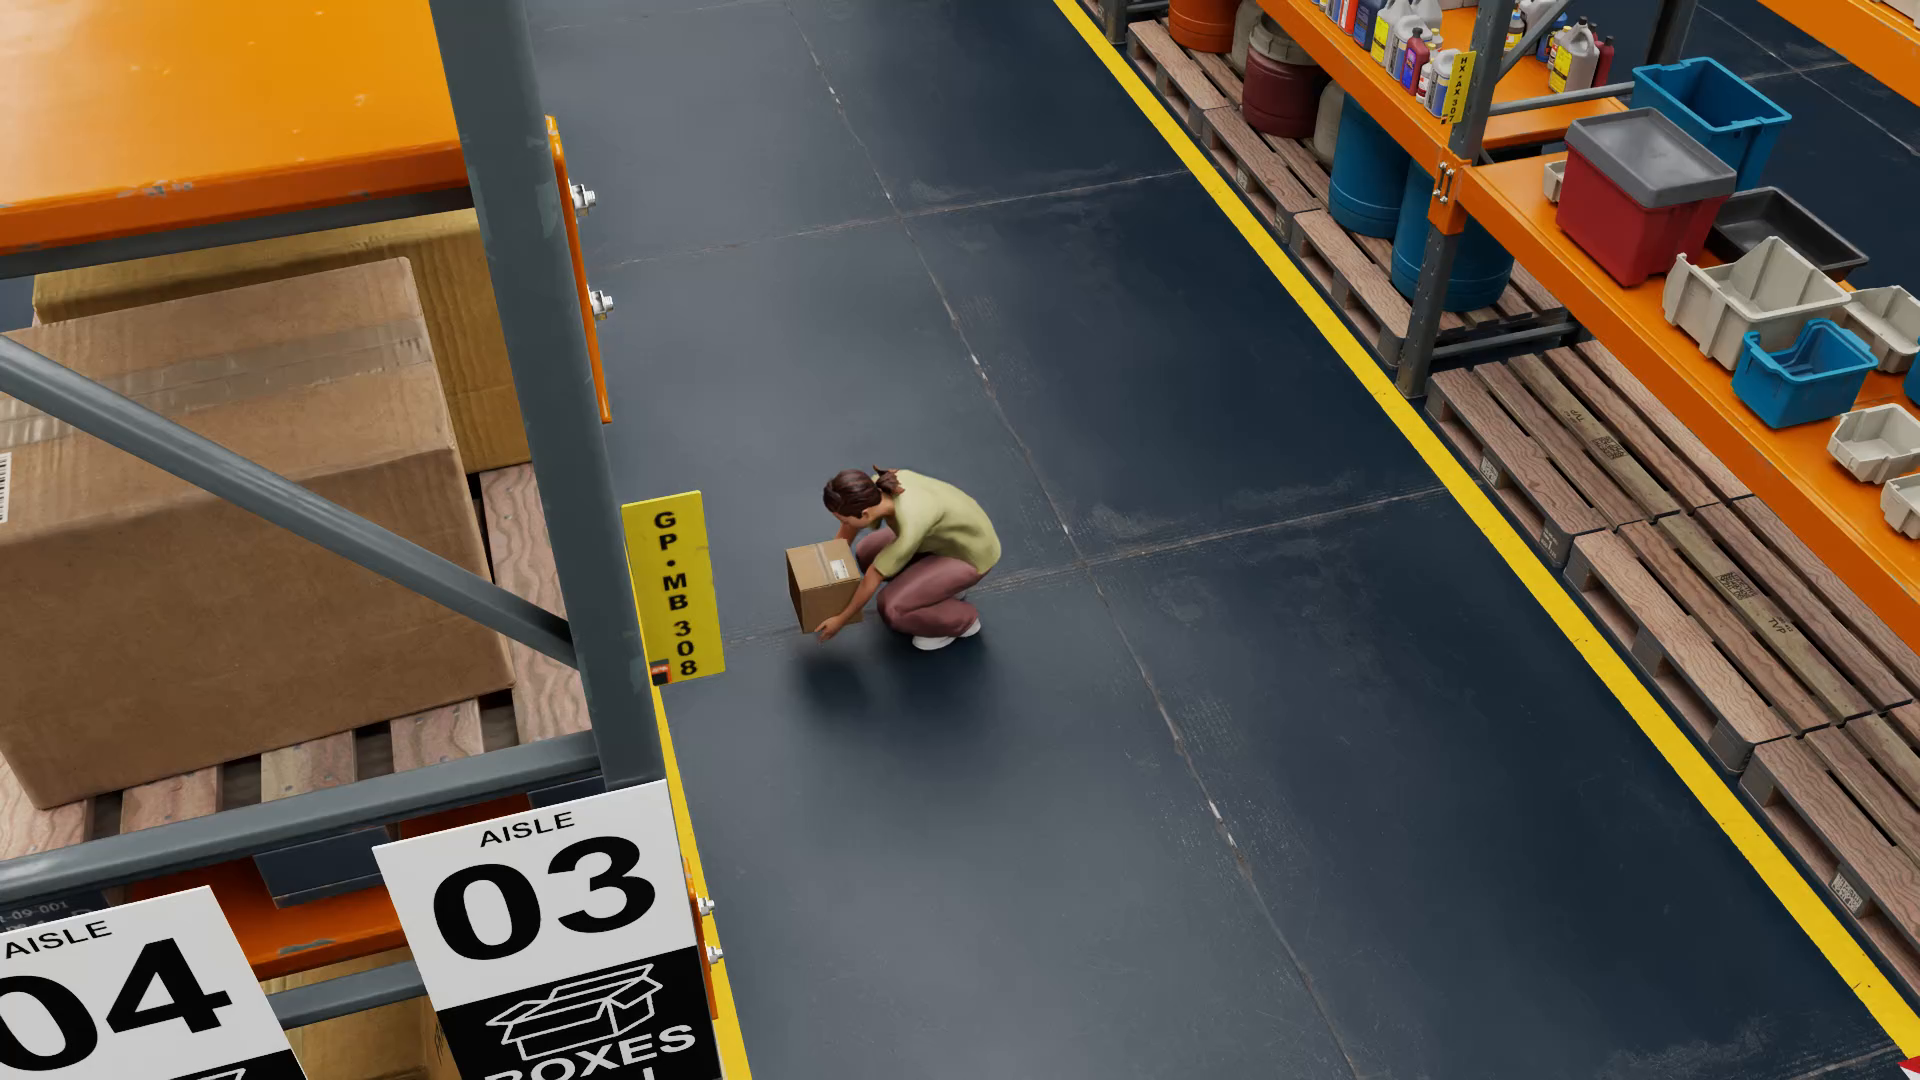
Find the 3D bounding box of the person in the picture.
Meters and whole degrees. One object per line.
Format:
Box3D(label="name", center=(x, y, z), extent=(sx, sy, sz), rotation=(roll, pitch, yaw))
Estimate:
Box3D(label="person", center=(-0.237, 0.024, 6.690), extent=(0.816, 0.937, 0.474), rotation=(-12, 44, -13))
